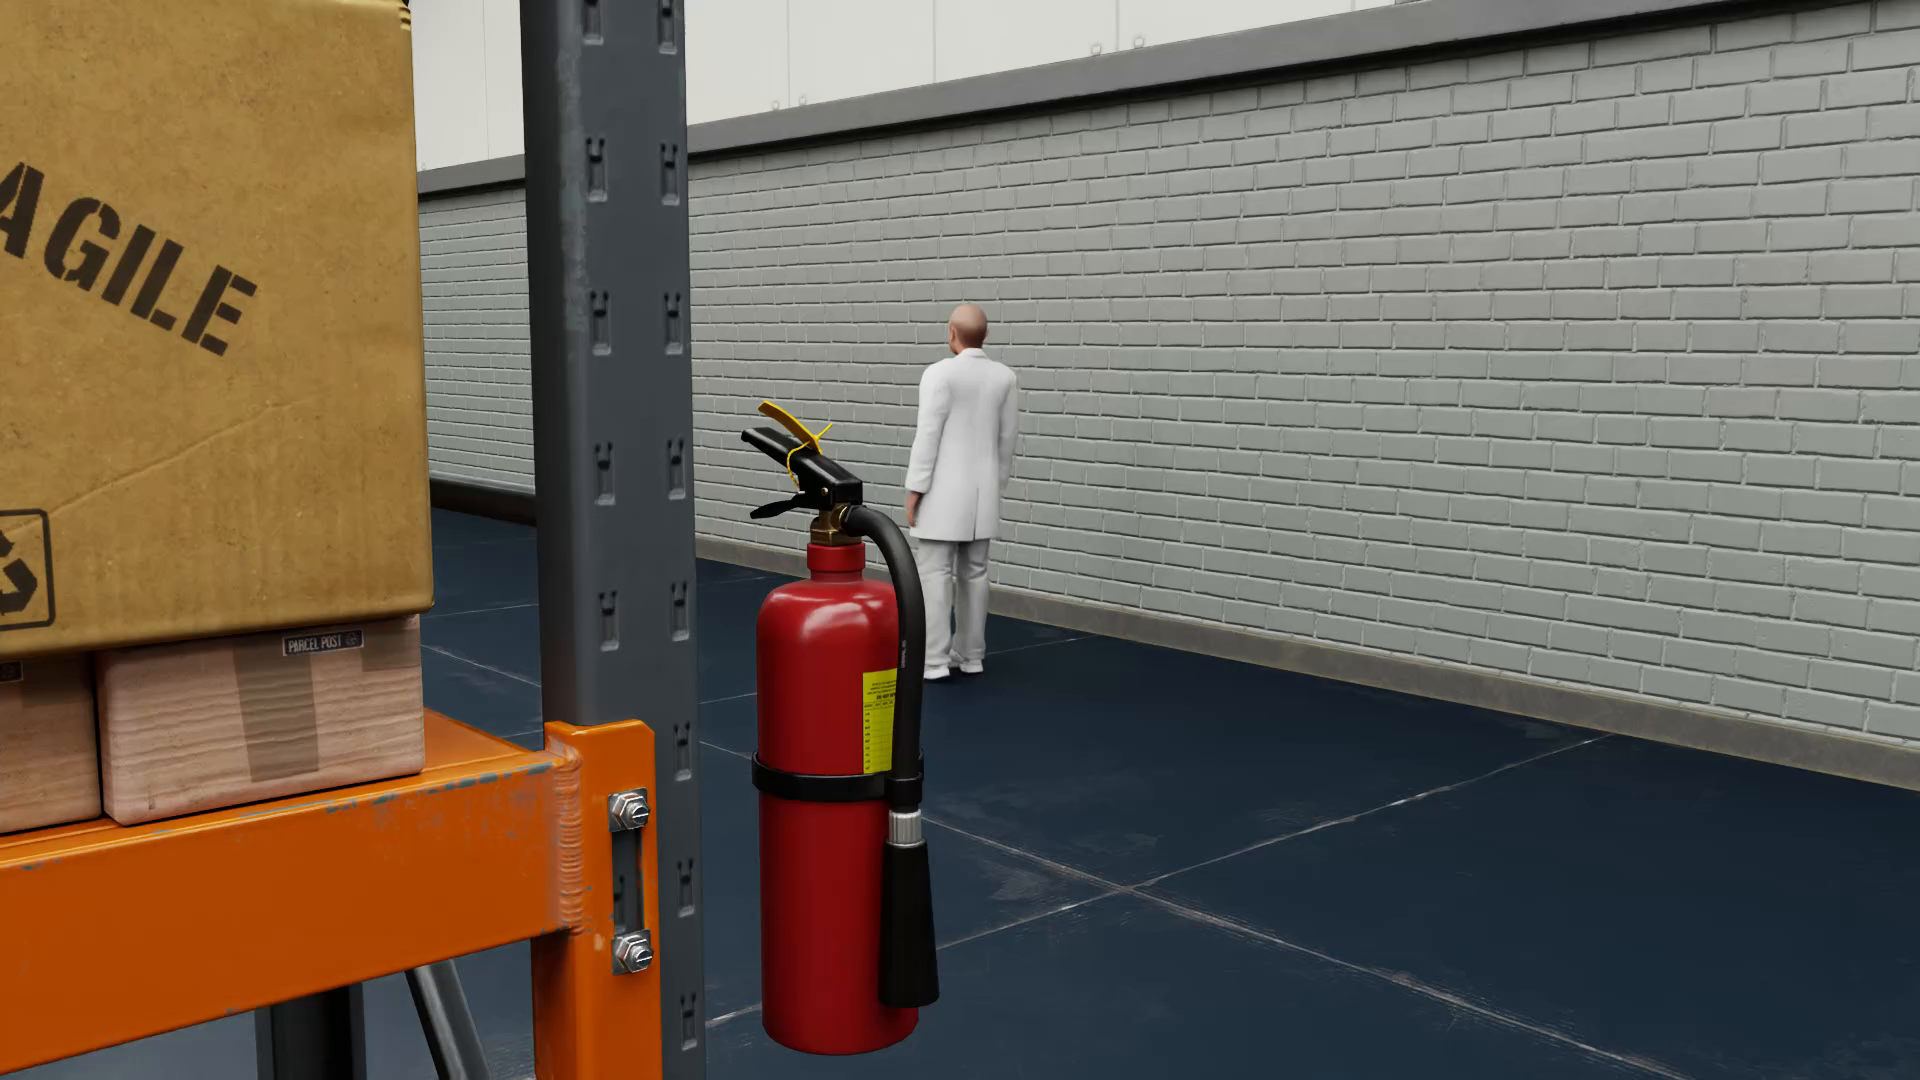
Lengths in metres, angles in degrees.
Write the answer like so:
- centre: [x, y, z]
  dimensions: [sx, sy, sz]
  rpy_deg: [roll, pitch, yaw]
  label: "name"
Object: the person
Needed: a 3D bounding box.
- centre: [-0.044, -0.228, 8.024]
  dimensions: [0.618, 1.802, 0.470]
  rpy_deg: [-5, 9, -36]
  label: "person"
